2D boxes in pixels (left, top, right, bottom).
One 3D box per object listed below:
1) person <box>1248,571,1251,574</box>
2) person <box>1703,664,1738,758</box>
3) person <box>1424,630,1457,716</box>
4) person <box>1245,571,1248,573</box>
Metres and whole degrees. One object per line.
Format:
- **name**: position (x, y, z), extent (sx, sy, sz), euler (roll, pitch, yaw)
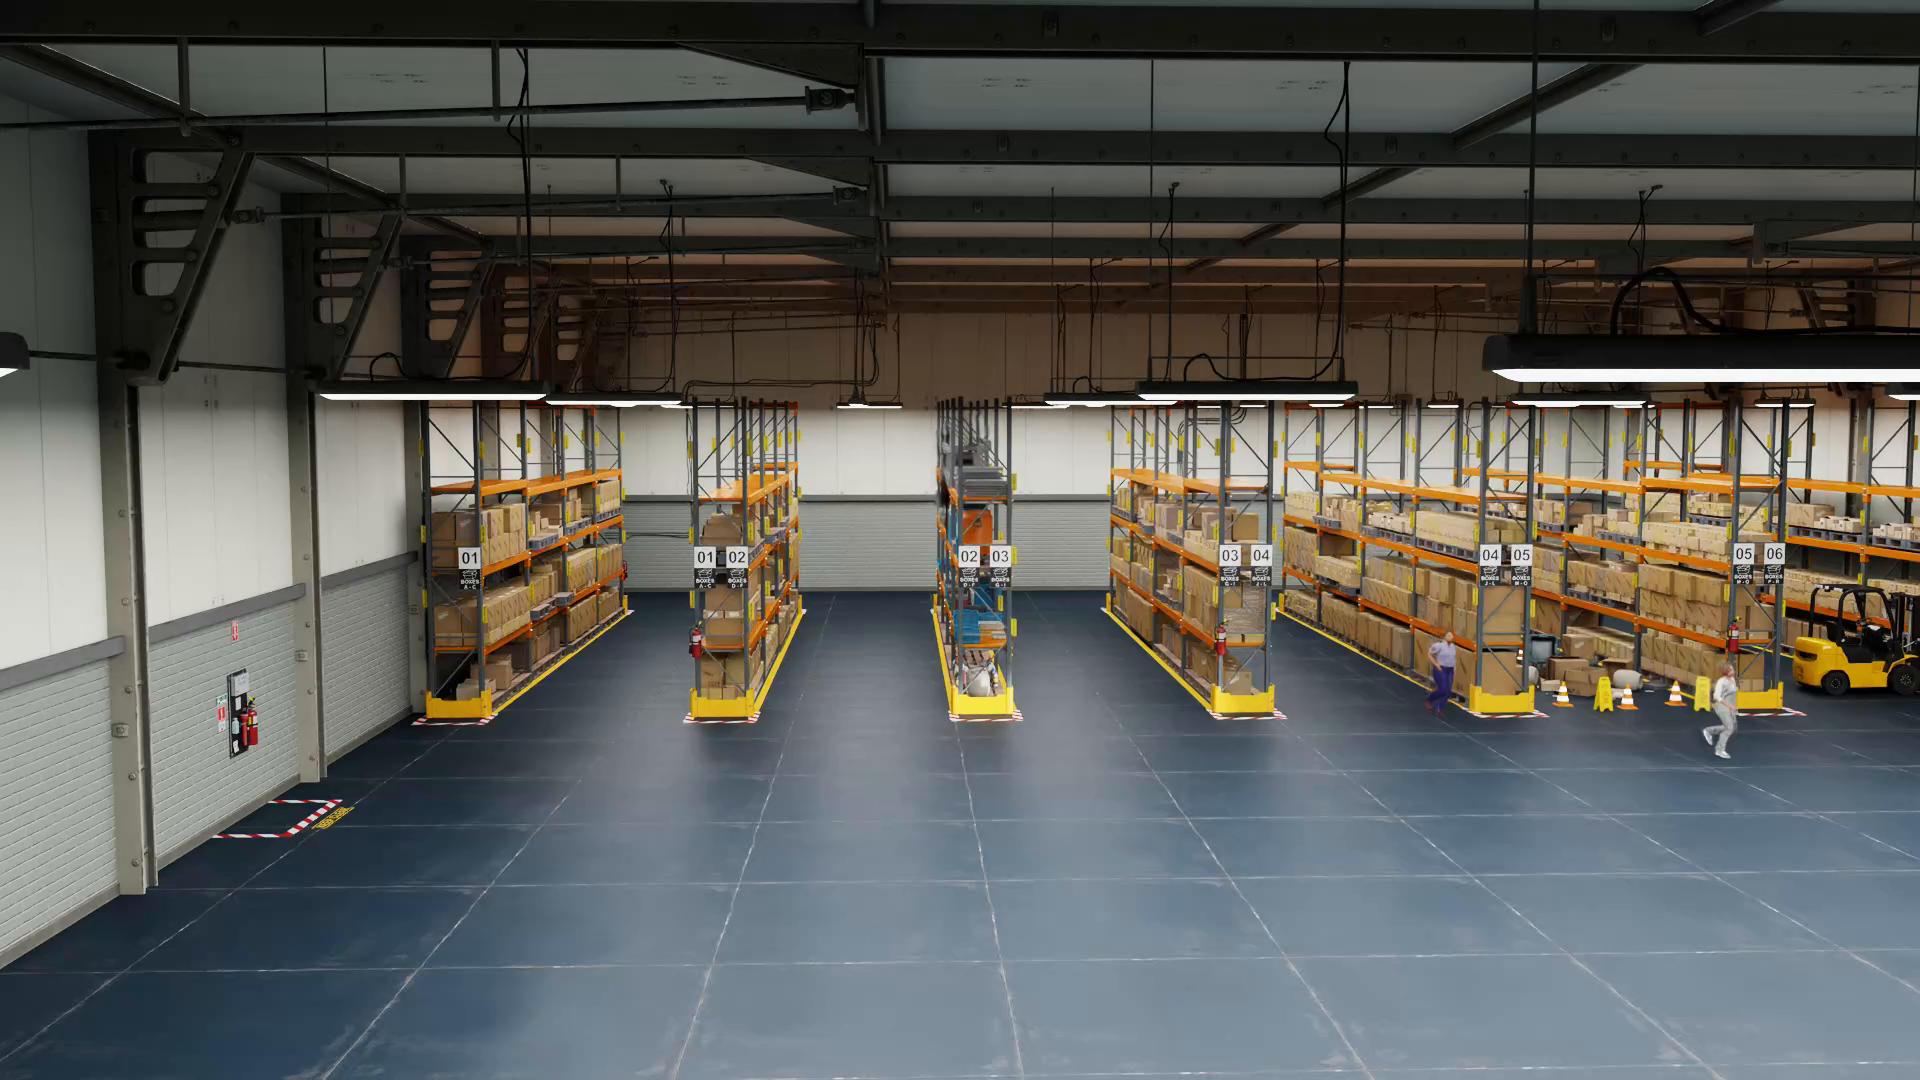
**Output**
- **person**: position (8.045, 1.387, 45.040), extent (0.668, 1.764, 0.758), euler (0, 4, 3)
- **person**: position (12.664, 2.830, 27.644), extent (0.554, 1.553, 0.610), euler (-4, 6, -38)
- **person**: position (9.150, 2.520, 31.453), extent (0.607, 1.610, 0.524), euler (-2, 5, -26)
- **person**: position (8.032, 1.294, 46.149), extent (0.730, 1.824, 0.672), euler (0, 4, 1)
